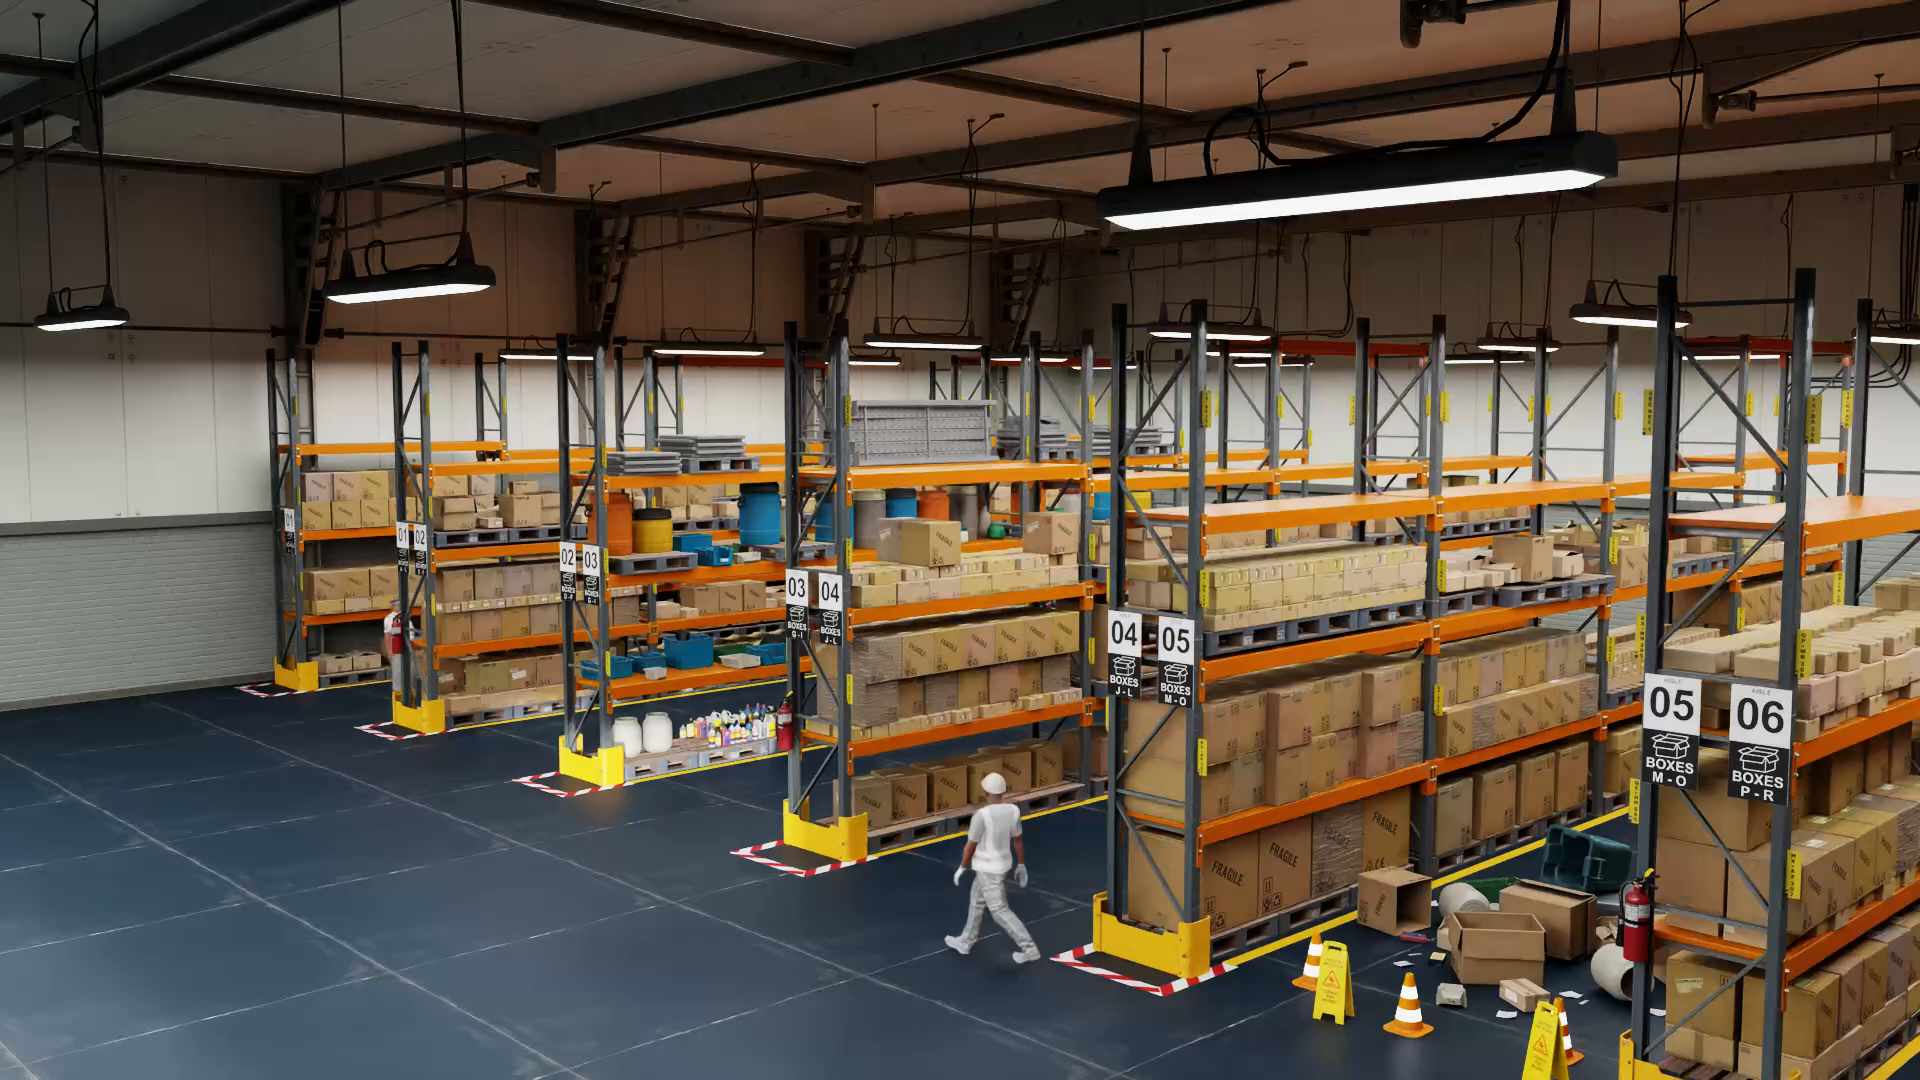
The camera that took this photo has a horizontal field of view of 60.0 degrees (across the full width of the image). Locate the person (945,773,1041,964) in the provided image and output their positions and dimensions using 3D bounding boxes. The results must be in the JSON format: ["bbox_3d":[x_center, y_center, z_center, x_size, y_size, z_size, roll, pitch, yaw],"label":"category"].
[{"bbox_3d":[0.271,2.987,15.134,1.054,1.752,0.508,2,5,22],"label":"person"}]

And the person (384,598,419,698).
[{"bbox_3d":[-9.492,1.869,28.332,0.602,1.825,0.484,-5,7,-45],"label":"person"}]
